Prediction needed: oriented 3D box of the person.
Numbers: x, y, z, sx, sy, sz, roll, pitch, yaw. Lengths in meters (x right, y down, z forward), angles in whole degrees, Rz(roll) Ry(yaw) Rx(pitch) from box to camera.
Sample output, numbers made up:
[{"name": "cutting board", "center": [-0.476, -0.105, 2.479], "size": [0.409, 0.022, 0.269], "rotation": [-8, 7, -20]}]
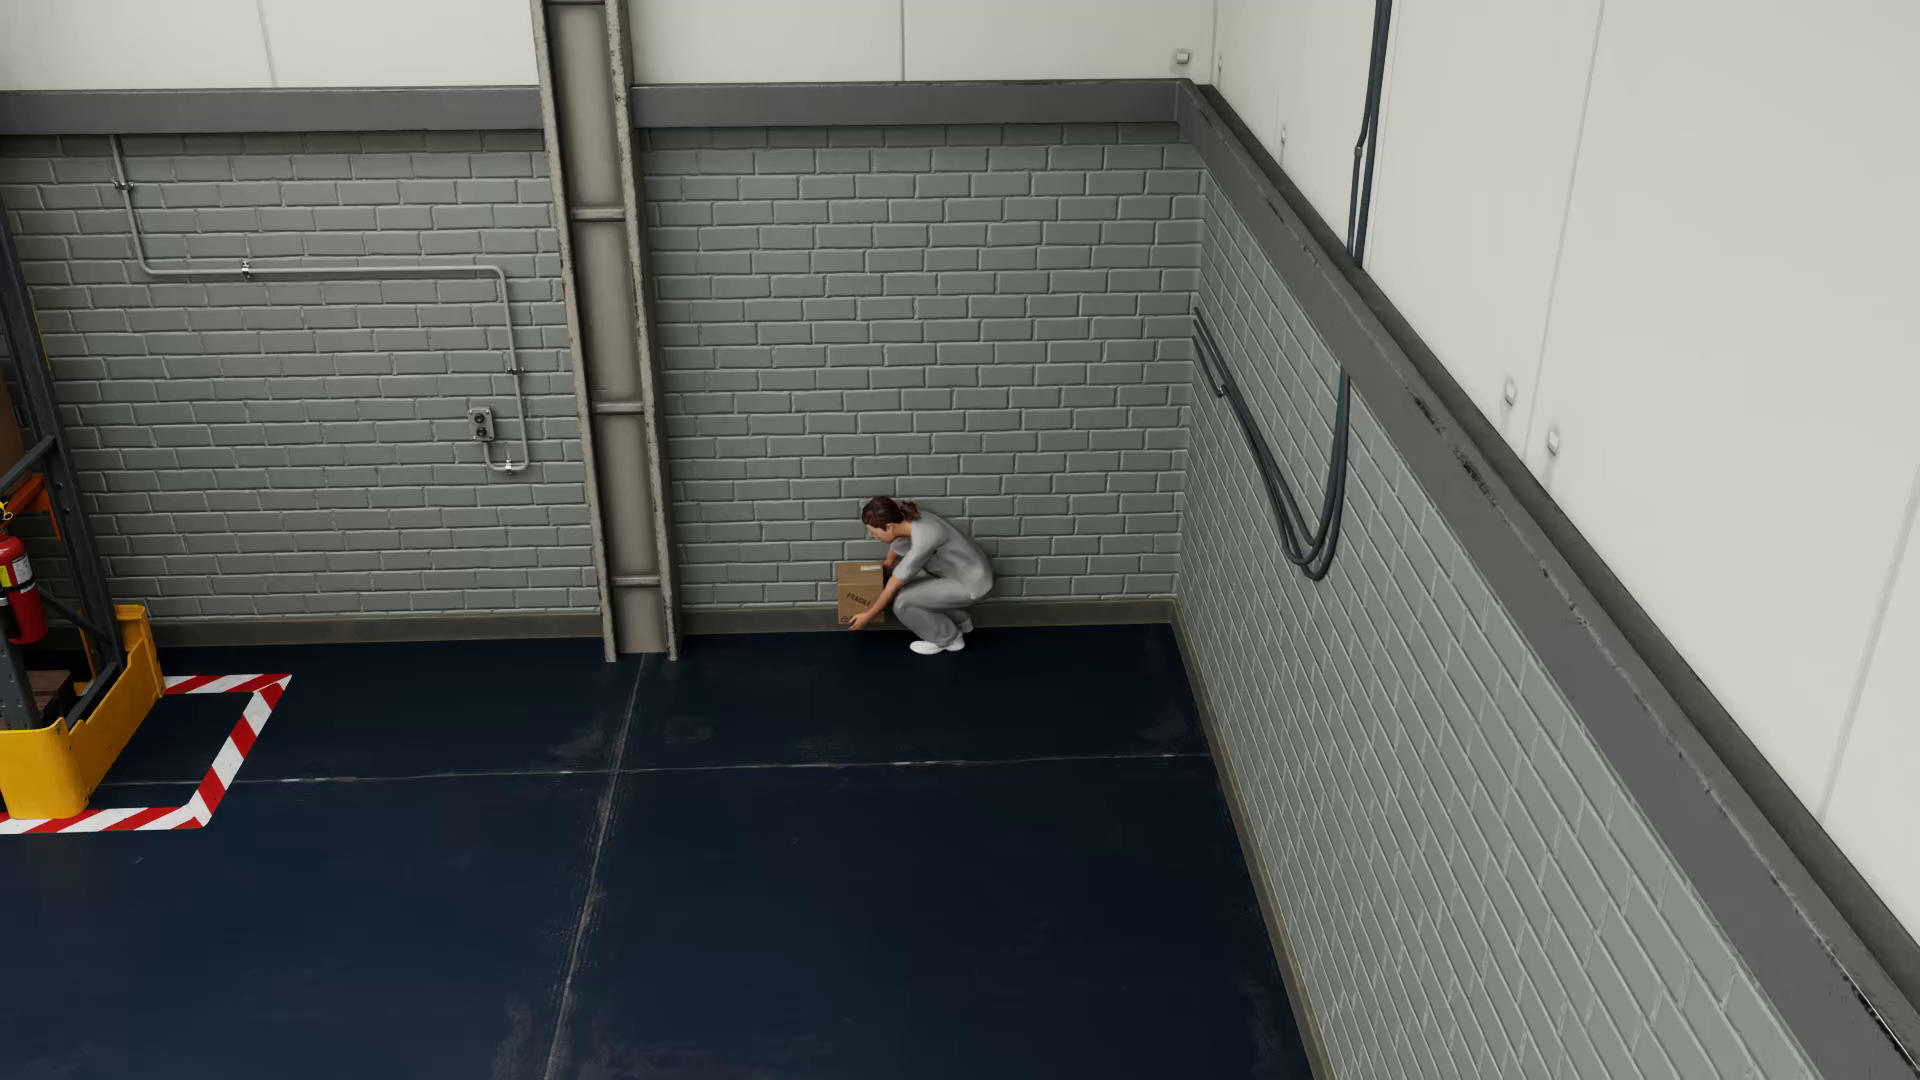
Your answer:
[{"name": "person", "center": [-0.216, 0.162, 9.120], "size": [0.806, 0.933, 0.480], "rotation": [-1, 28, -2]}]
